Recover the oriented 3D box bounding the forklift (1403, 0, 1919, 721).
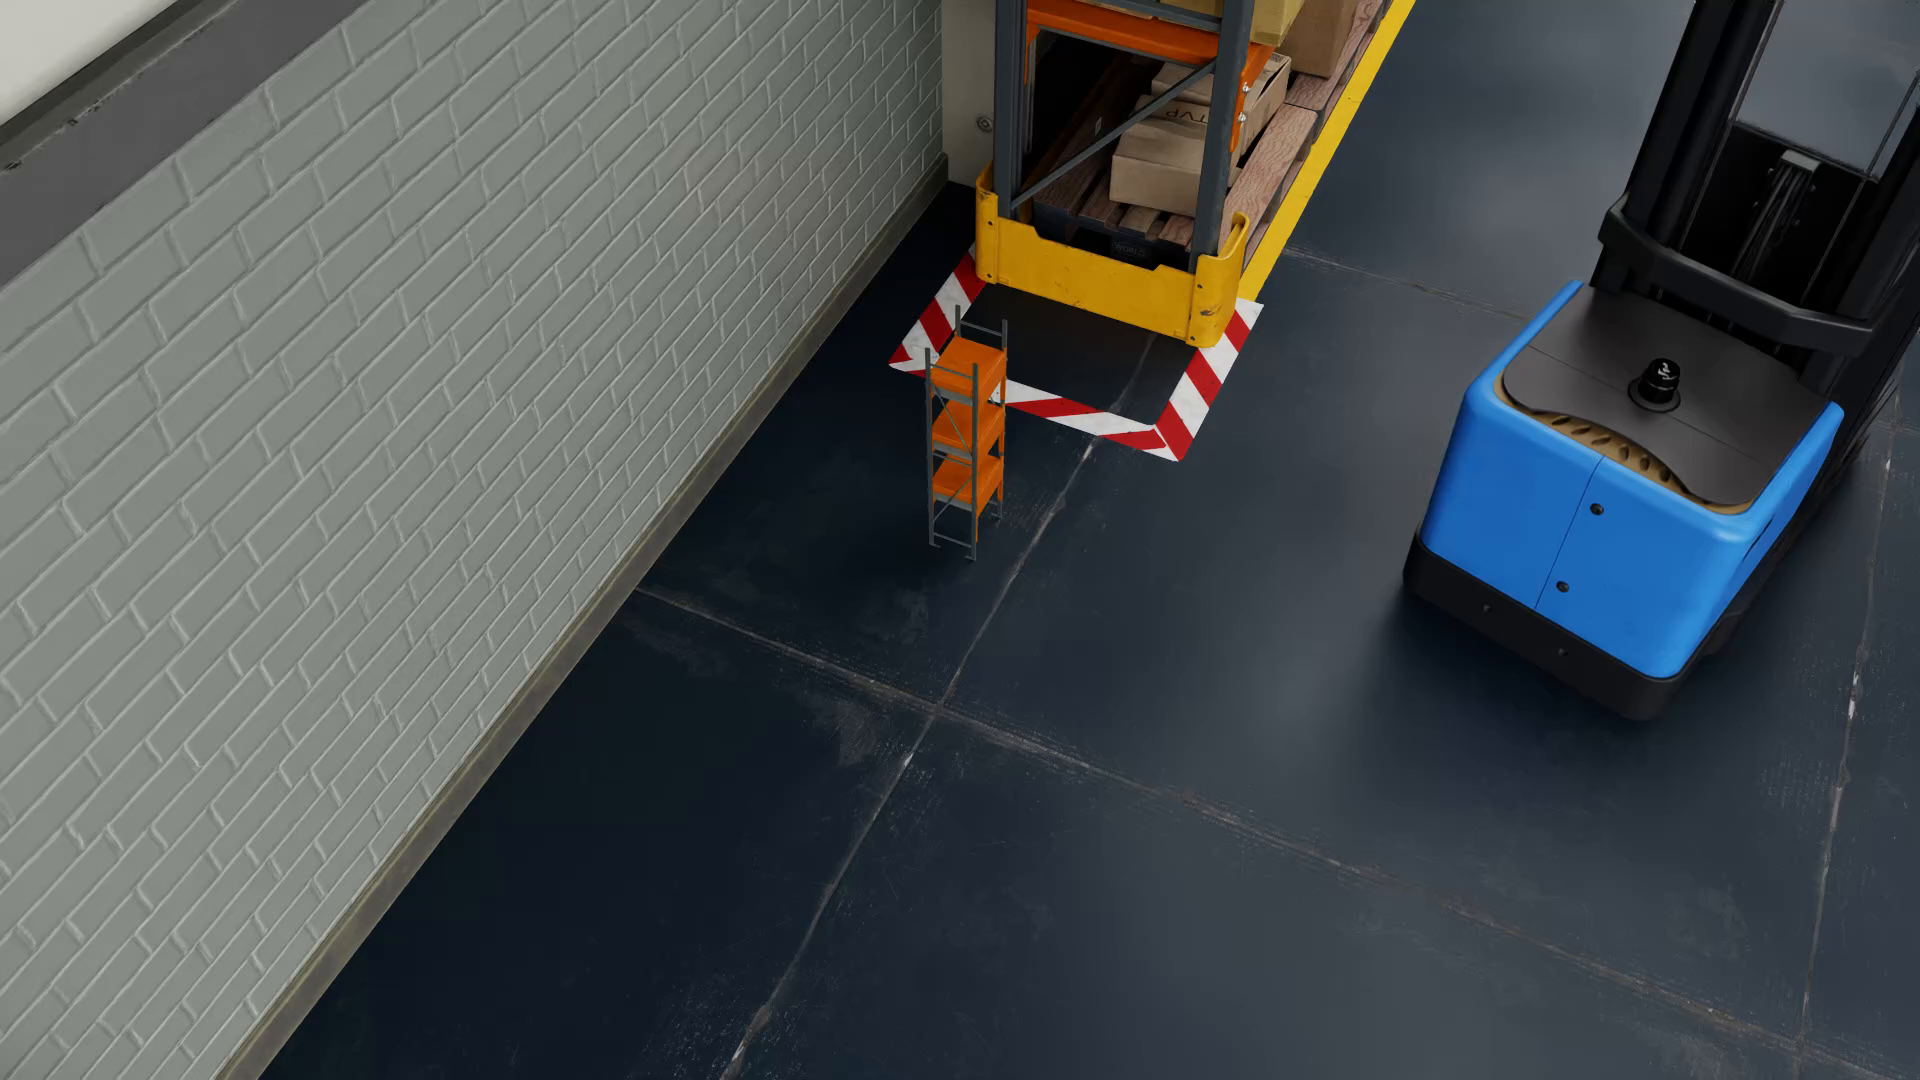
[{"bbox_3d":[3.038,-1.357,5.795,1.130,2.935,3.031,34,57,25],"label":"forklift"}]

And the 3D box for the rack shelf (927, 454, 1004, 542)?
[{"bbox_3d":[0.023,-0.190,6.416,0.215,0.259,0.240,20,52,16],"label":"rack shelf"}]

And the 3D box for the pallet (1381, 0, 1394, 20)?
[{"bbox_3d":[2.070,-3.428,9.343,1.003,0.211,1.213,20,52,16],"label":"pallet"}]

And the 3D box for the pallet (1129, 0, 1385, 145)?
[{"bbox_3d":[1.551,-2.585,8.626,1.003,0.211,1.213,20,52,16],"label":"pallet"}]

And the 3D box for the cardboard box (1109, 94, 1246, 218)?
[{"bbox_3d":[0.994,-1.770,7.578,0.500,0.311,0.500,14,51,12],"label":"cardboard box"}]

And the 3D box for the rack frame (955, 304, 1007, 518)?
[{"bbox_3d":[0.075,-0.461,6.268,0.200,1.050,0.008,20,52,16],"label":"rack frame"}]

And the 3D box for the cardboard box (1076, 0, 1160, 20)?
[{"bbox_3d":[0.641,-2.394,6.718,0.500,0.250,0.500,20,53,17],"label":"cardboard box"}]

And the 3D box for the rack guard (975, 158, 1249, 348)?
[{"bbox_3d":[0.649,-1.293,7.337,1.175,0.500,0.348,20,52,16],"label":"rack guard"}]

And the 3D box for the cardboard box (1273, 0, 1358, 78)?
[{"bbox_3d":[1.596,-2.712,8.256,0.700,0.500,0.500,17,52,14],"label":"cardboard box"}]

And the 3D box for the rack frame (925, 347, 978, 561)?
[{"bbox_3d":[-0.029,-0.293,6.125,0.200,1.050,0.008,20,52,16],"label":"rack frame"}]

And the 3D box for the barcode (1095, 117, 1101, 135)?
[{"bbox_3d":[0.640,-1.915,7.696,0.001,0.075,0.075,20,52,16],"label":"barcode"}]

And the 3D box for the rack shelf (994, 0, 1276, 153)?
[{"bbox_3d":[1.471,-3.195,7.787,1.077,0.370,4.000,20,52,16],"label":"rack shelf"}]

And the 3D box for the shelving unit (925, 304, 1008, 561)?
[{"bbox_3d":[0.023,-0.377,6.197,0.215,1.050,0.252,20,52,16],"label":"shelving unit"}]

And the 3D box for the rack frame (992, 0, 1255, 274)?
[{"bbox_3d":[0.617,-2.051,6.341,1.000,3.000,0.127,20,52,16],"label":"rack frame"}]

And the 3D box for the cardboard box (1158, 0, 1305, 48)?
[{"bbox_3d":[1.112,-2.242,6.588,0.500,0.250,0.500,18,52,15],"label":"cardboard box"}]

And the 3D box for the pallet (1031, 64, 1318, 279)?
[{"bbox_3d":[1.028,-1.748,7.914,1.003,0.211,1.213,20,52,16],"label":"pallet"}]

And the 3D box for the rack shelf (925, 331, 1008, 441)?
[{"bbox_3d":[0.023,-0.554,5.989,0.215,0.259,0.240,20,52,16],"label":"rack shelf"}]

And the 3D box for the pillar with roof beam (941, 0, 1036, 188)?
[{"bbox_3d":[4.026,-3.358,3.514,9.100,9.000,0.400,20,52,16],"label":"pillar with roof beam"}]

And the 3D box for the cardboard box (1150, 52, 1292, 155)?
[{"bbox_3d":[1.237,-2.162,7.912,0.500,0.311,0.500,24,54,19],"label":"cardboard box"}]

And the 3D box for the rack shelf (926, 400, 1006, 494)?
[{"bbox_3d":[0.023,-0.370,6.205,0.215,0.259,0.240,20,52,16],"label":"rack shelf"}]
